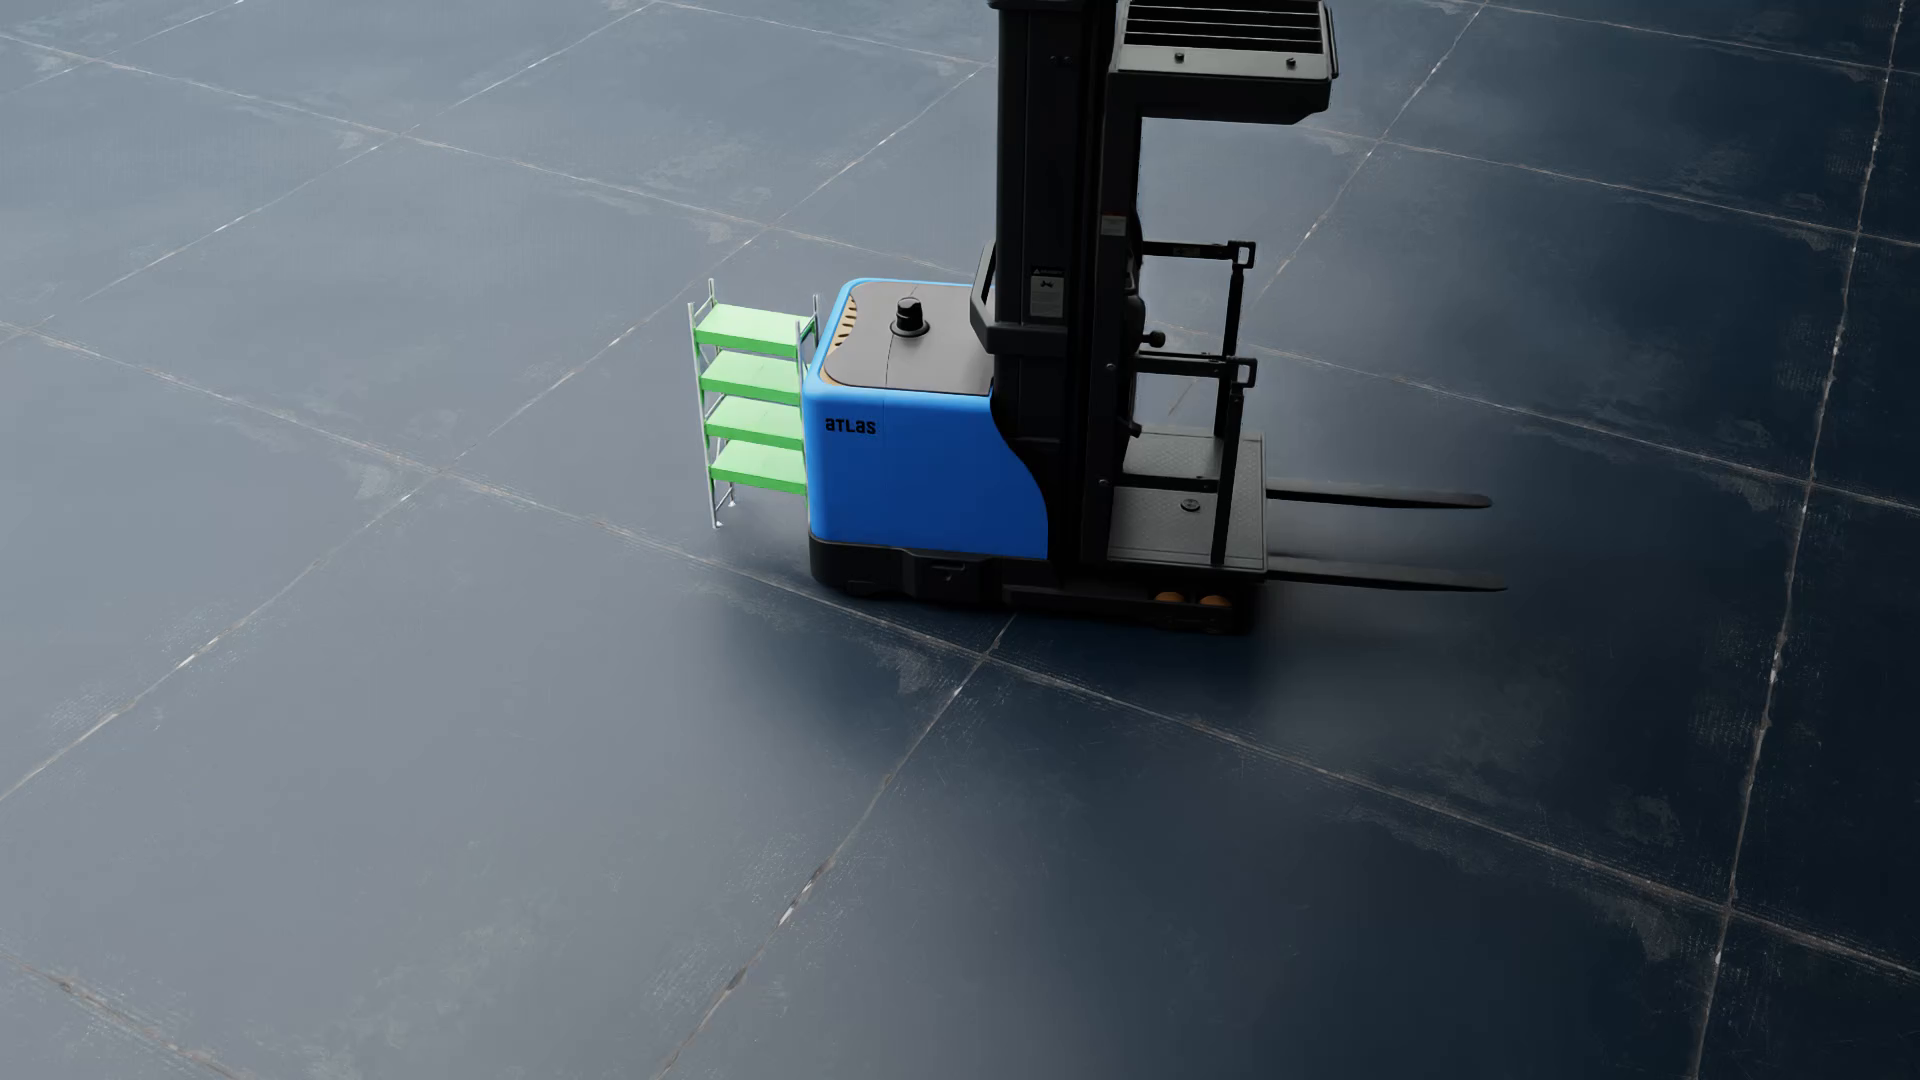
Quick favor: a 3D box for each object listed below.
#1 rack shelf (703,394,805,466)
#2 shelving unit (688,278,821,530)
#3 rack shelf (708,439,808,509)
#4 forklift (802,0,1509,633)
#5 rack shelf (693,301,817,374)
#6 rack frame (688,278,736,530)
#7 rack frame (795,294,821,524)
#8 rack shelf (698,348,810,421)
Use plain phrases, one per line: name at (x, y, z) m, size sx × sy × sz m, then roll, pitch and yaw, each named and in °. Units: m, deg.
rack shelf at (-0.885, -0.502, 7.525) m, size 0.480 × 0.148 × 0.258 m, roll 10°, pitch 38°, yaw 13°
shelving unit at (-0.885, -0.553, 7.486) m, size 0.503 × 1.200 × 0.258 m, roll 10°, pitch 38°, yaw 13°
rack shelf at (-0.885, -0.311, 7.670) m, size 0.480 × 0.148 × 0.258 m, roll 10°, pitch 38°, yaw 13°
forklift at (0.892, -1.106, 6.783) m, size 3.031 × 2.935 × 1.130 m, roll 5°, pitch 37°, yaw 6°
rack shelf at (-0.885, -0.884, 7.235) m, size 0.480 × 0.148 × 0.258 m, roll 10°, pitch 38°, yaw 13°
rack frame at (-1.119, -0.596, 7.542) m, size 0.015 × 1.200 × 0.240 m, roll 10°, pitch 38°, yaw 13°
rack frame at (-0.652, -0.510, 7.430) m, size 0.015 × 1.200 × 0.240 m, roll 10°, pitch 38°, yaw 13°
rack shelf at (-0.885, -0.693, 7.380) m, size 0.480 × 0.148 × 0.258 m, roll 10°, pitch 38°, yaw 13°
